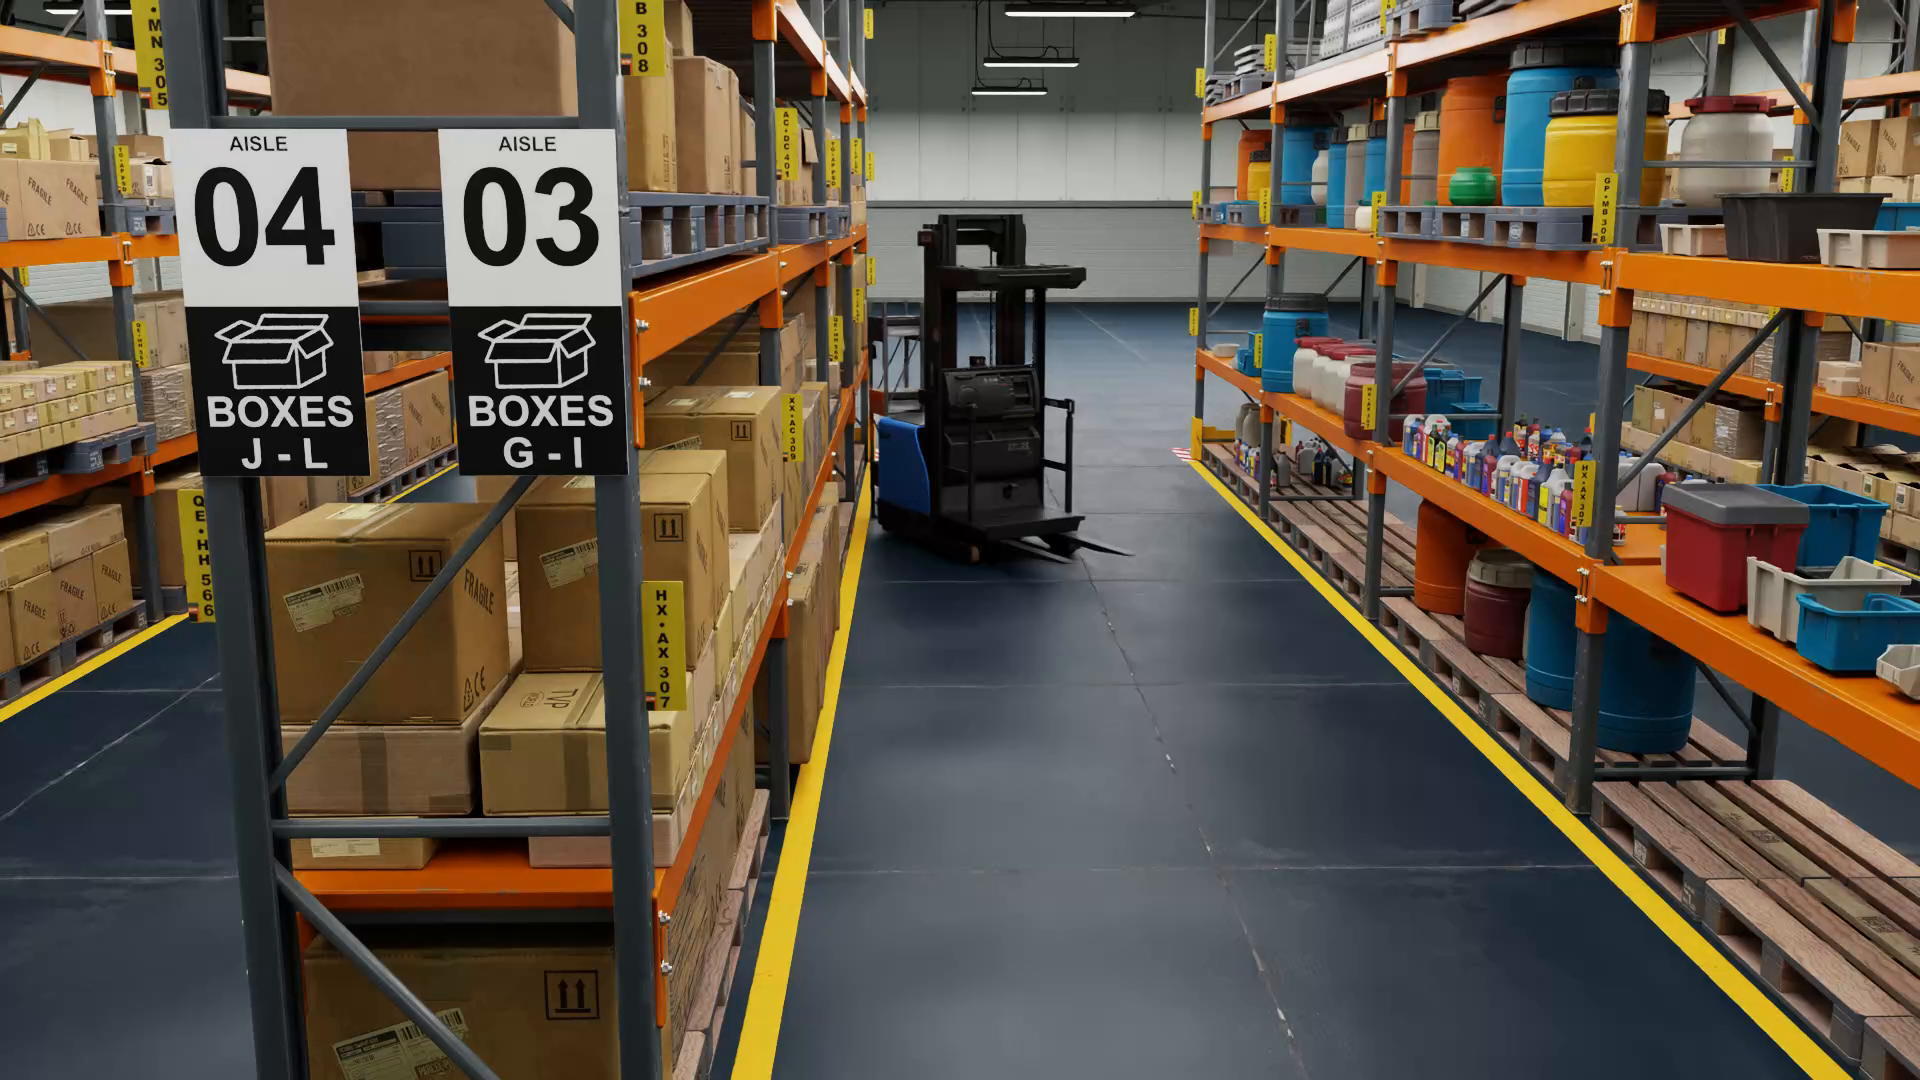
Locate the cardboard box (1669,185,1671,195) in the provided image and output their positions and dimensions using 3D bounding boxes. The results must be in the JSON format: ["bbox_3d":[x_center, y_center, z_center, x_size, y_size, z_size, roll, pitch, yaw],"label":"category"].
[{"bbox_3d":[8.147,-3.883,18.527,0.380,0.149,0.250,0,11,-1],"label":"cardboard box"}]

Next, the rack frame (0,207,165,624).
[{"bbox_3d":[-6.401,-0.866,11.975,1.000,3.000,0.127,0,11,-1],"label":"rack frame"}]

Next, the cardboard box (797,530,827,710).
[{"bbox_3d":[-1.410,0.459,9.729,1.225,0.875,0.875,-1,11,-3],"label":"cardboard box"}]

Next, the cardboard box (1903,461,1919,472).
[{"bbox_3d":[8.701,-0.553,14.879,0.500,0.311,0.500,0,11,-1],"label":"cardboard box"}]

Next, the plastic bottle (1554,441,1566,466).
[{"bbox_3d":[3.945,-0.545,10.892,0.097,0.201,0.097,0,11,0],"label":"plastic bottle"}]

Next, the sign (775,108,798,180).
[{"bbox_3d":[-0.803,-1.836,7.712,0.100,0.325,0.005,0,11,-1],"label":"sign"}]

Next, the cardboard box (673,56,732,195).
[{"bbox_3d":[-1.275,-1.583,6.405,0.700,0.500,0.500,0,11,2],"label":"cardboard box"}]

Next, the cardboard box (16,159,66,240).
[{"bbox_3d":[-6.112,-2.173,10.623,0.500,0.500,0.500,0,11,-1],"label":"cardboard box"}]

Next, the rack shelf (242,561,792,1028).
[{"bbox_3d":[-1.317,0.679,6.169,1.077,0.370,4.000,0,11,-1],"label":"rack shelf"}]

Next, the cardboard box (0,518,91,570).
[{"bbox_3d":[-6.104,0.021,10.948,0.500,0.250,0.500,0,11,0],"label":"cardboard box"}]

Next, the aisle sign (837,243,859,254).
[{"bbox_3d":[-1.307,-3.744,19.623,0.394,0.787,0.004,0,11,-1],"label":"aisle sign"}]

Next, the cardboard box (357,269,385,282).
[{"bbox_3d":[-6.459,-2.554,17.203,0.875,0.550,0.550,0,11,-1],"label":"cardboard box"}]

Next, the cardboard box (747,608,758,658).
[{"bbox_3d":[-0.997,0.367,6.531,0.380,0.149,0.250,0,11,-2],"label":"cardboard box"}]

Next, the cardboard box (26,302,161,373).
[{"bbox_3d":[-6.401,-1.494,12.306,0.700,0.500,0.500,0,11,-1],"label":"cardboard box"}]

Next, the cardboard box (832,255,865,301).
[{"bbox_3d":[-1.331,-2.934,18.652,0.500,0.500,0.500,0,11,-1],"label":"cardboard box"}]

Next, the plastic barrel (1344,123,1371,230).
[{"bbox_3d":[3.670,-3.167,14.513,0.600,0.901,0.600,0,11,0],"label":"plastic barrel"}]

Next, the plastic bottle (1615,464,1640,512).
[{"bbox_3d":[3.794,-0.308,9.535,0.152,0.276,0.135,0,11,-1],"label":"plastic bottle"}]

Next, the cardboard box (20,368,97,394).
[{"bbox_3d":[-5.925,-1.043,10.925,0.380,0.149,0.250,0,11,1],"label":"cardboard box"}]

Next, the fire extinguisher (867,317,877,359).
[{"bbox_3d":[-1.147,-2.443,19.944,0.296,0.674,0.183,0,11,-1],"label":"fire extinguisher"}]

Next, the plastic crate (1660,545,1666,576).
[{"bbox_3d":[3.461,0.101,7.719,0.396,0.136,0.243,0,11,-1],"label":"plastic crate"}]

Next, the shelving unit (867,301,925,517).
[{"bbox_3d":[-0.606,-1.234,16.014,0.431,2.100,0.503,-4,11,-20],"label":"shelving unit"}]

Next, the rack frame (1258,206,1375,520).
[{"bbox_3d":[3.429,-1.682,15.996,1.000,3.000,0.127,0,11,-1],"label":"rack frame"}]

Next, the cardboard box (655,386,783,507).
[{"bbox_3d":[-1.081,-0.421,7.523,0.500,0.500,0.500,0,11,0],"label":"cardboard box"}]

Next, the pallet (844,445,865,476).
[{"bbox_3d":[-1.623,-0.913,19.221,1.003,0.211,1.213,0,11,-1],"label":"pallet"}]

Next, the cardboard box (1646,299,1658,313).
[{"bbox_3d":[8.103,-2.683,19.046,0.380,0.149,0.250,0,11,-1],"label":"cardboard box"}]

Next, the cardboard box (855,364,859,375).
[{"bbox_3d":[-1.231,-1.781,17.118,0.380,0.149,0.250,0,11,-1],"label":"cardboard box"}]

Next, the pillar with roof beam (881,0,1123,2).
[{"bbox_3d":[1.211,-15.498,47.132,6.894,0.400,0.400,0,11,-1],"label":"pillar with roof beam"}]

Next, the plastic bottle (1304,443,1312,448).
[{"bbox_3d":[3.803,-0.917,17.968,0.152,0.276,0.135,-1,11,-3],"label":"plastic bottle"}]

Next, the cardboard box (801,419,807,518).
[{"bbox_3d":[-1.139,-0.412,9.486,0.500,0.500,0.500,0,11,-2],"label":"cardboard box"}]

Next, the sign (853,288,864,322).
[{"bbox_3d":[-0.968,-2.232,15.795,0.100,0.325,0.005,0,11,-1],"label":"sign"}]

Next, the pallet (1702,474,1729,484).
[{"bbox_3d":[8.407,-0.493,17.150,1.003,0.211,1.213,0,11,-1],"label":"pallet"}]

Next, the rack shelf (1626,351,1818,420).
[{"bbox_3d":[8.340,-1.747,18.124,1.077,0.370,4.000,0,11,-1],"label":"rack shelf"}]

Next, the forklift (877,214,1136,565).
[{"bbox_3d":[0.392,-1.326,14.415,1.130,2.935,3.031,-7,13,-29],"label":"forklift"}]

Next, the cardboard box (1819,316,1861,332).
[{"bbox_3d":[8.569,-2.123,16.285,0.380,0.149,0.250,0,11,-1],"label":"cardboard box"}]

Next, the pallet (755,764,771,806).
[{"bbox_3d":[-1.449,1.142,9.089,1.003,0.211,1.213,0,11,-1],"label":"pallet"}]

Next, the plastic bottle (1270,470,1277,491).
[{"bbox_3d":[3.110,-0.597,16.580,0.097,0.201,0.097,0,11,0],"label":"plastic bottle"}]

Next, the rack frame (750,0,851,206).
[{"bbox_3d":[-1.523,-4.602,15.299,1.000,3.000,0.127,0,11,-1],"label":"rack frame"}]

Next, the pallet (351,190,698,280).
[{"bbox_3d":[-1.301,-0.850,4.575,1.003,0.211,1.213,0,11,-1],"label":"pallet"}]

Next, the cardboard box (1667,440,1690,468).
[{"bbox_3d":[8.117,-0.949,18.244,0.500,0.250,0.500,0,11,-1],"label":"cardboard box"}]

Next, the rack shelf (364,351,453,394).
[{"bbox_3d":[-6.525,-1.706,17.925,1.077,0.370,4.000,0,11,-1],"label":"rack shelf"}]

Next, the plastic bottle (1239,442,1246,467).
[{"bbox_3d":[3.079,-0.926,18.024,0.097,0.271,0.097,0,11,0],"label":"plastic bottle"}]

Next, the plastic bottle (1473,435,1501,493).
[{"bbox_3d":[3.225,-0.468,10.136,0.144,0.351,0.185,0,11,-1],"label":"plastic bottle"}]

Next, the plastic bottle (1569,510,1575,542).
[{"bbox_3d":[3.233,-0.094,8.670,0.097,0.201,0.097,0,11,0],"label":"plastic bottle"}]

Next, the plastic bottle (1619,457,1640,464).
[{"bbox_3d":[3.941,-0.355,9.766,0.152,0.276,0.135,0,11,-1],"label":"plastic bottle"}]

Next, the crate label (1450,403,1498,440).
[{"bbox_3d":[3.877,-0.890,12.514,0.303,0.233,0.416,0,11,-1],"label":"crate label"}]

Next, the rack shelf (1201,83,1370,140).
[{"bbox_3d":[3.387,-4.471,17.471,1.077,0.370,4.000,0,11,-1],"label":"rack shelf"}]

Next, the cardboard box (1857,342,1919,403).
[{"bbox_3d":[8.392,-1.493,14.814,0.500,0.500,0.500,1,11,3],"label":"cardboard box"}]

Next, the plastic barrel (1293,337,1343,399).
[{"bbox_3d":[3.229,-1.557,15.041,0.433,0.535,0.433,0,11,0],"label":"plastic barrel"}]

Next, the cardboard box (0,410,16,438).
[{"bbox_3d":[-5.902,-0.691,9.937,0.380,0.149,0.250,0,11,-2],"label":"cardboard box"}]

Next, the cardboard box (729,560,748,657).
[{"bbox_3d":[-1.055,0.248,6.112,0.500,0.250,0.500,0,11,-2],"label":"cardboard box"}]

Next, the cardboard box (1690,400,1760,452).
[{"bbox_3d":[8.140,-1.217,17.680,0.500,0.500,0.500,0,11,-1],"label":"cardboard box"}]

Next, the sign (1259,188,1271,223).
[{"bbox_3d":[2.879,-3.156,15.697,0.100,0.325,0.005,0,11,-1],"label":"sign"}]

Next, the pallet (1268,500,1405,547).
[{"bbox_3d":[3.484,-0.159,15.505,1.003,0.211,1.213,0,11,-1],"label":"pallet"}]

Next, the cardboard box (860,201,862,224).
[{"bbox_3d":[-1.326,-3.557,18.073,0.500,0.250,0.500,0,11,0],"label":"cardboard box"}]

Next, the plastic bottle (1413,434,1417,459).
[{"bbox_3d":[3.174,-0.660,11.456,0.097,0.201,0.097,0,11,0],"label":"plastic bottle"}]
